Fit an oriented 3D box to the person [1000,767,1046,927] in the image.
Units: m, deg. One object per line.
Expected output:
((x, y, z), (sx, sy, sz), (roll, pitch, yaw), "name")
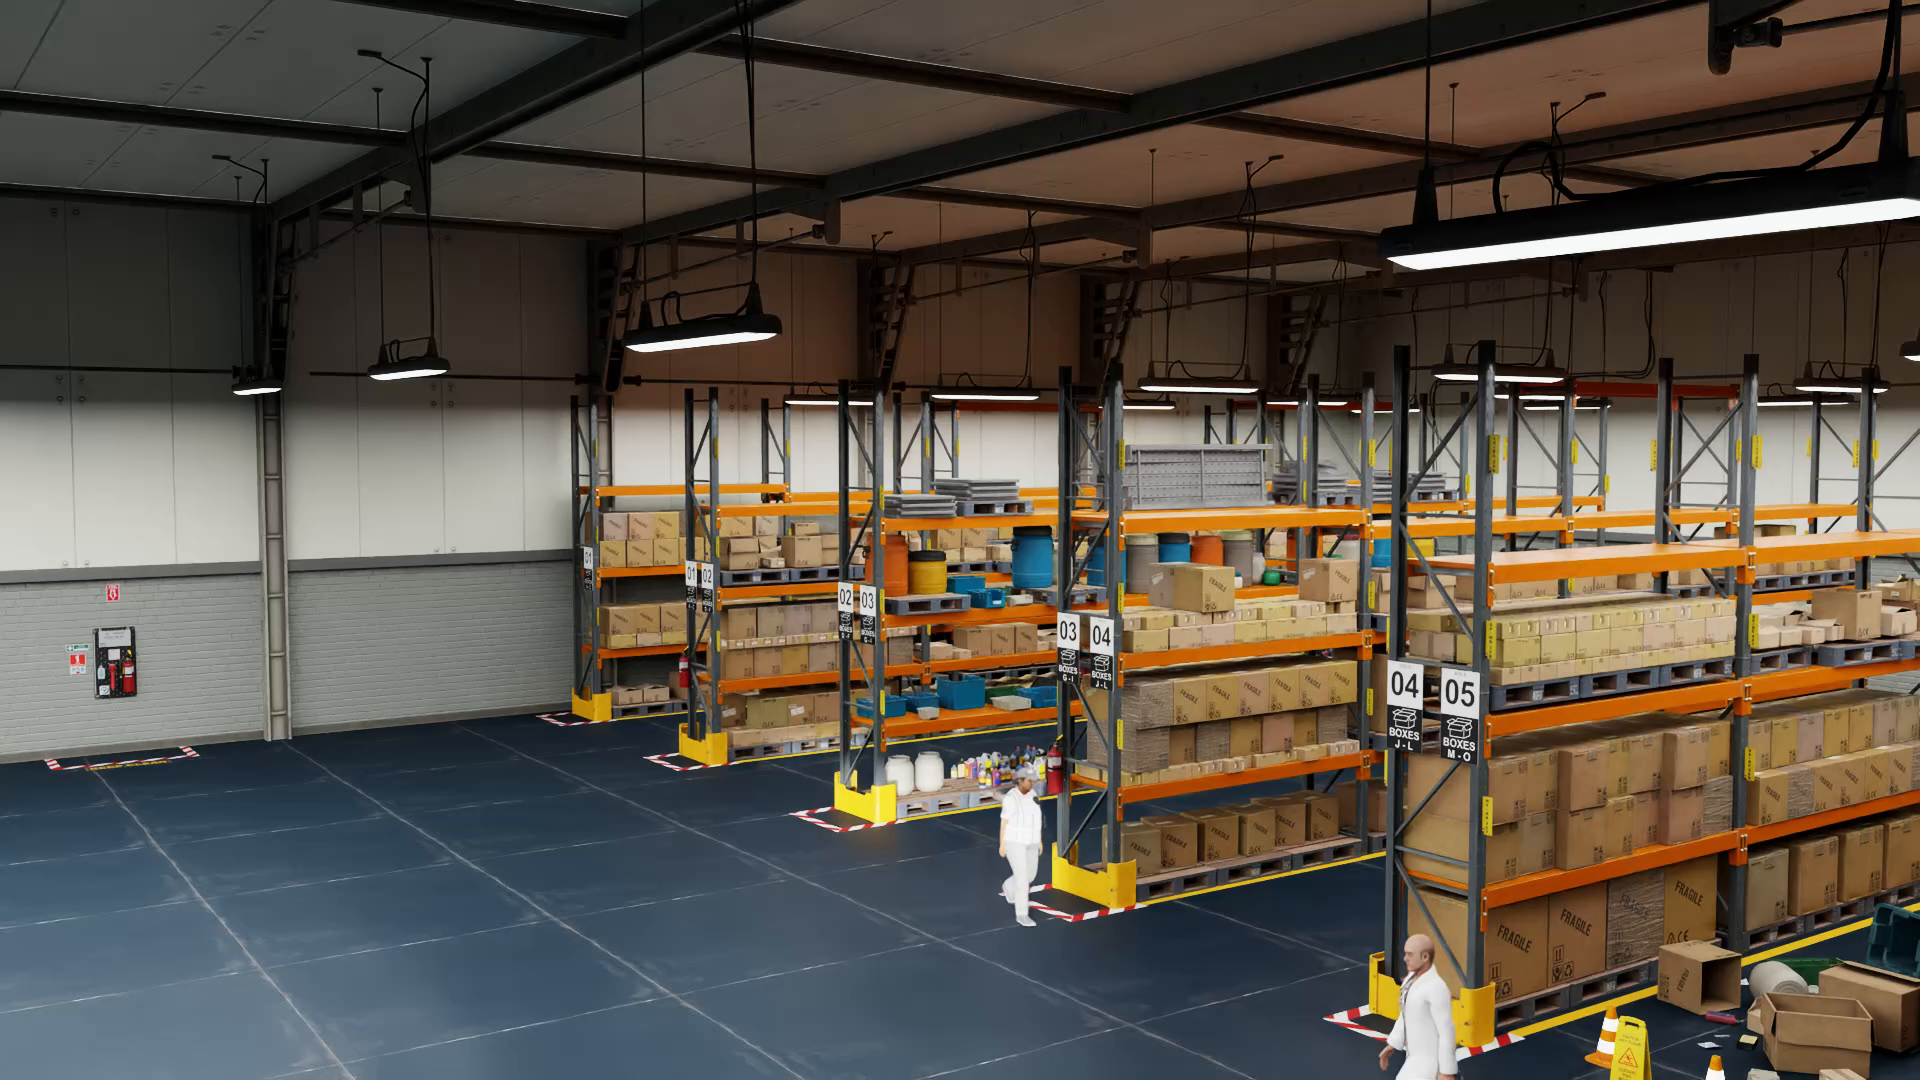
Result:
((0.640, 3.268, 18.033), (0.505, 1.614, 0.906), (-3, 5, -41), "person")

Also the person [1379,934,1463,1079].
((3.140, 3.577, 11.461), (1.061, 1.732, 0.608), (0, 3, 5), "person")

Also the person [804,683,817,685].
((-2.905, 2.385, 31.452), (0.493, 1.762, 0.587), (-2, 4, -24), "person")
